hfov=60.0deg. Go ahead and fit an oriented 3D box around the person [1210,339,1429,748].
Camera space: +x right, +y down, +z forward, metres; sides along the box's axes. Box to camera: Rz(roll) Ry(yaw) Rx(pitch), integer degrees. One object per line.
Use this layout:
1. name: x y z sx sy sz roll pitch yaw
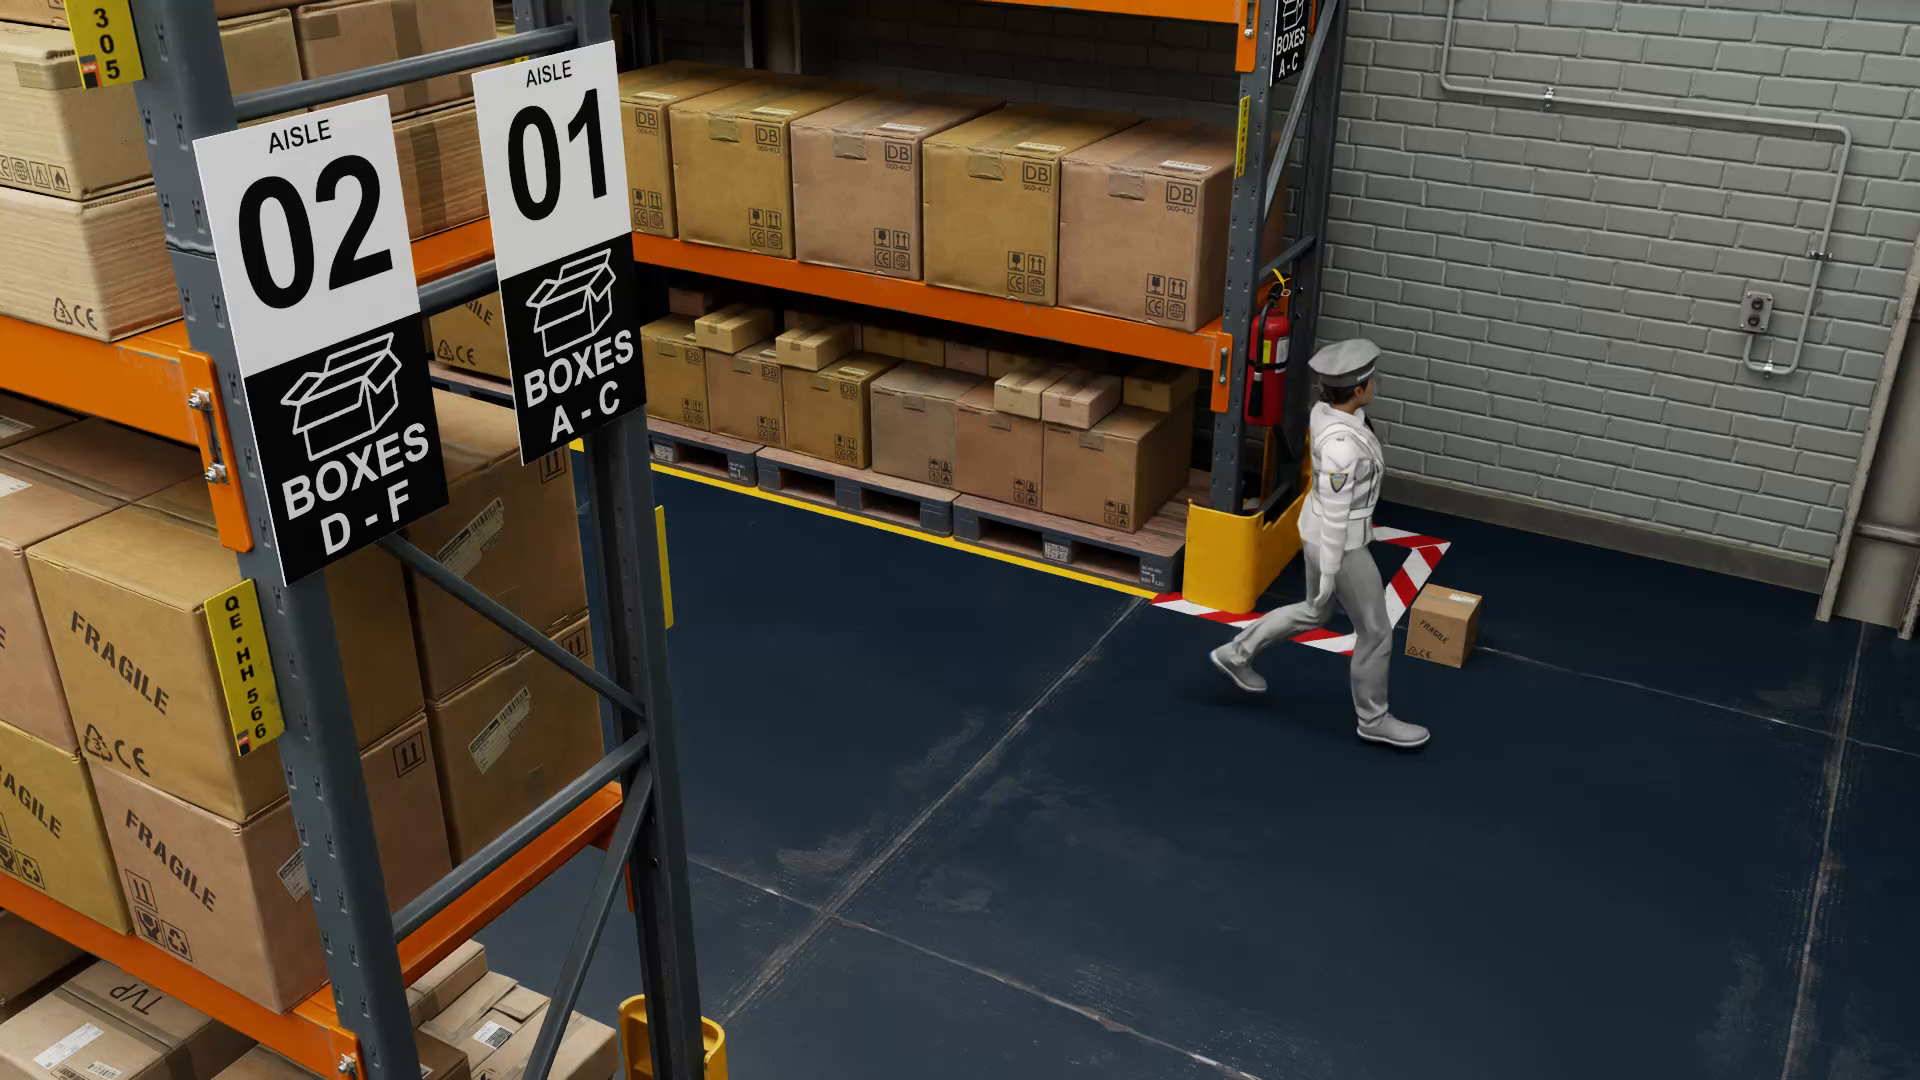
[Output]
1. person: 1.485 -0.011 6.604 0.895 1.637 0.510 3 27 6
